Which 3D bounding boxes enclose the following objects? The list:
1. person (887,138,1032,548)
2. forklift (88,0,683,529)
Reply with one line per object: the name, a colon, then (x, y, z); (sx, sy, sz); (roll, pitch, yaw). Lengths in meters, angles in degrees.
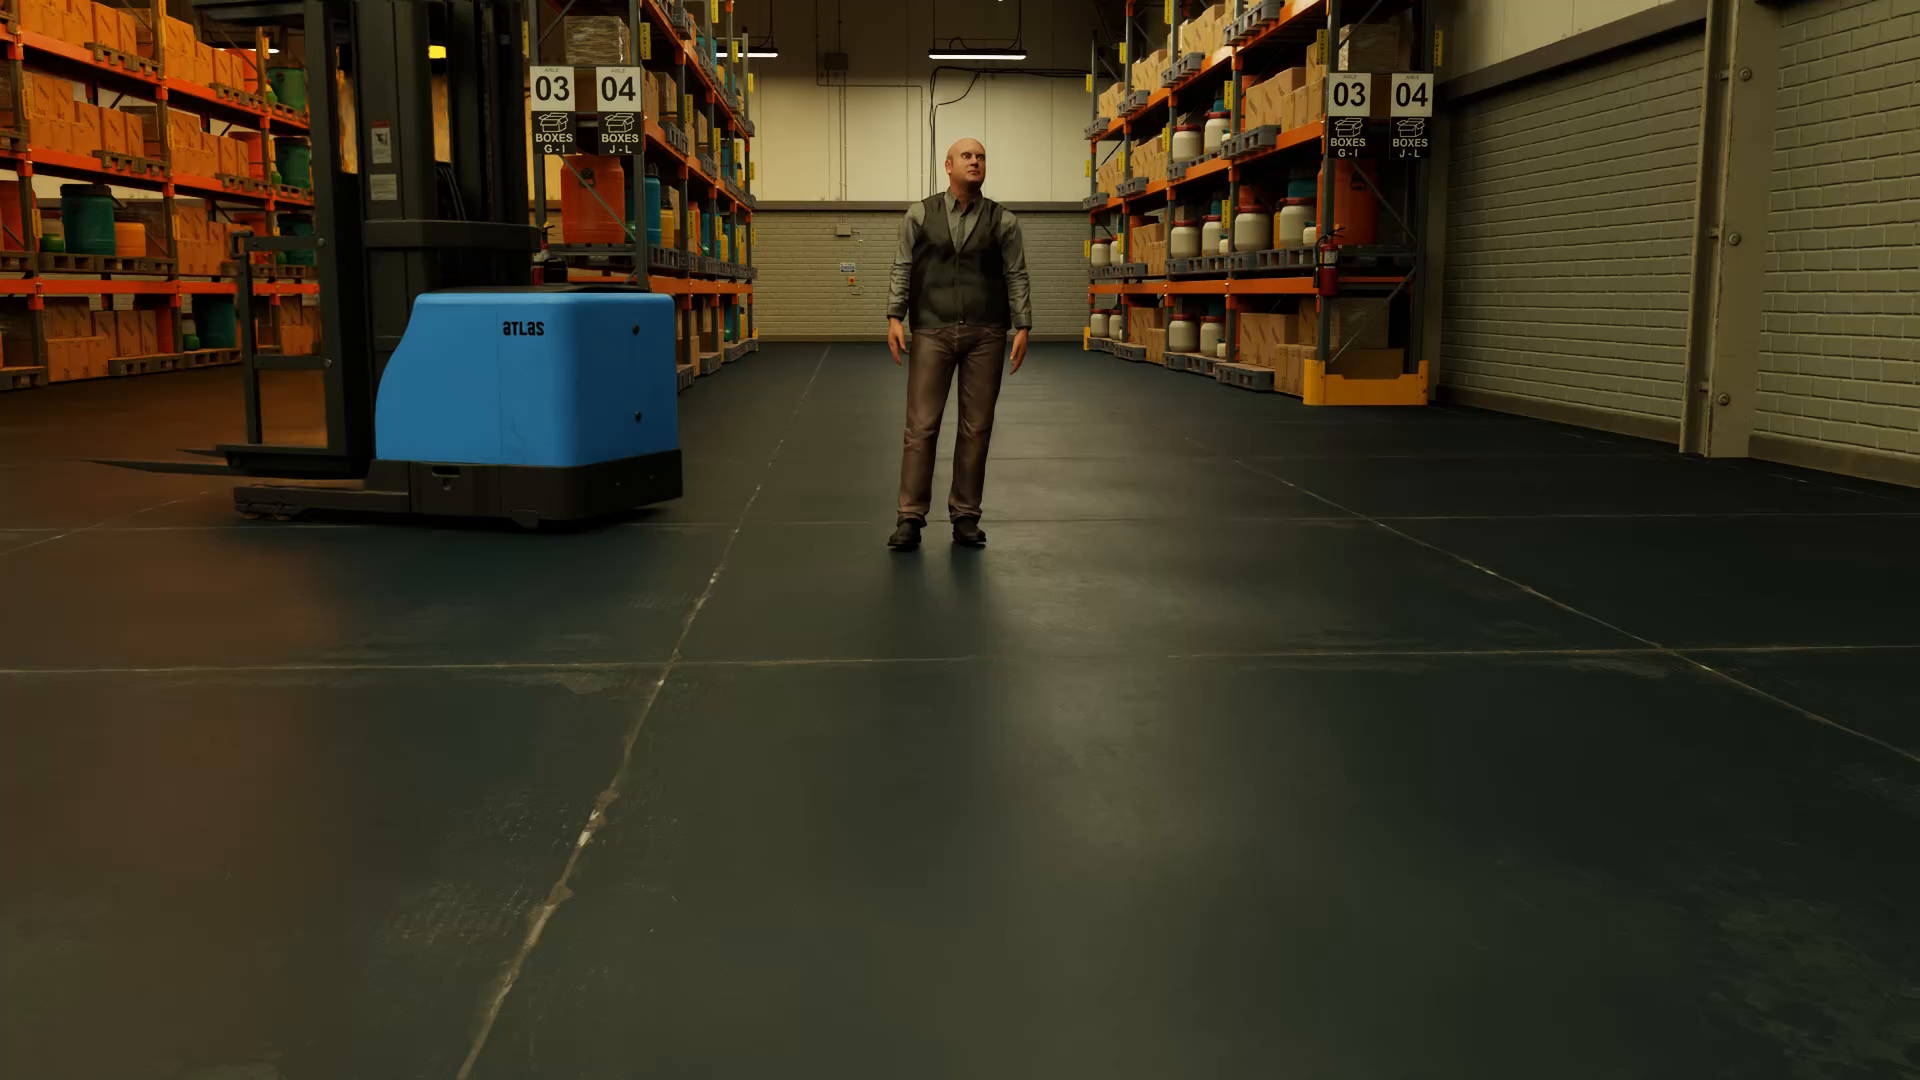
person: (-0.003, -0.849, 7.120); (0.633, 1.722, 0.566); (-1, 8, -4)
forklift: (-2.954, -1.609, 8.167); (3.031, 2.935, 1.130); (3, 9, 20)
